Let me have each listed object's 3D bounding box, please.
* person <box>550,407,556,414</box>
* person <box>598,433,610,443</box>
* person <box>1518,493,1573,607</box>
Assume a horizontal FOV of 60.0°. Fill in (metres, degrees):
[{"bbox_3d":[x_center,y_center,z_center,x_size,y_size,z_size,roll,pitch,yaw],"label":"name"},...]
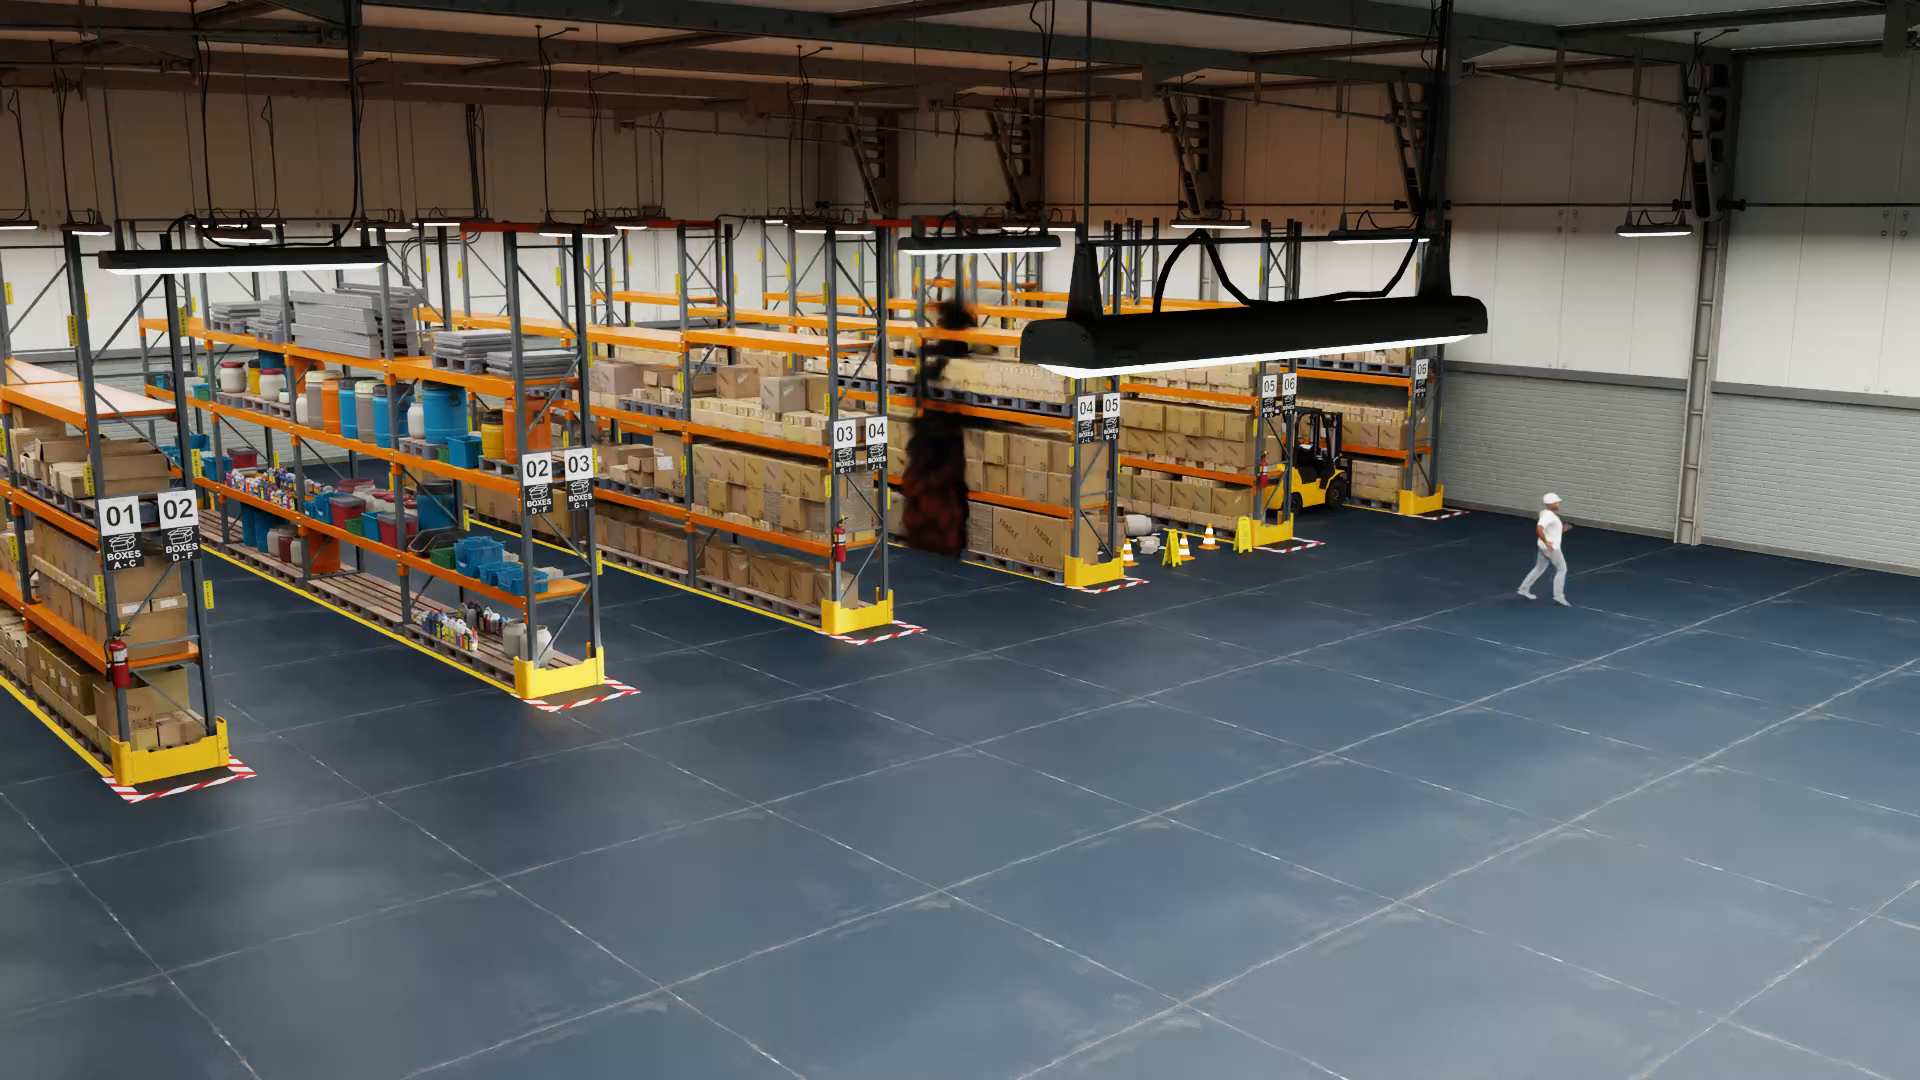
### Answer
[{"bbox_3d":[-9.590,-2.275,38.888,0.705,1.744,0.697,-4,12,-18],"label":"person"},{"bbox_3d":[-7.333,-1.365,34.362,0.557,1.737,0.816,-11,16,-43],"label":"person"},{"bbox_3d":[9.399,0.156,26.595,0.807,1.823,0.677,0,11,2],"label":"person"}]
